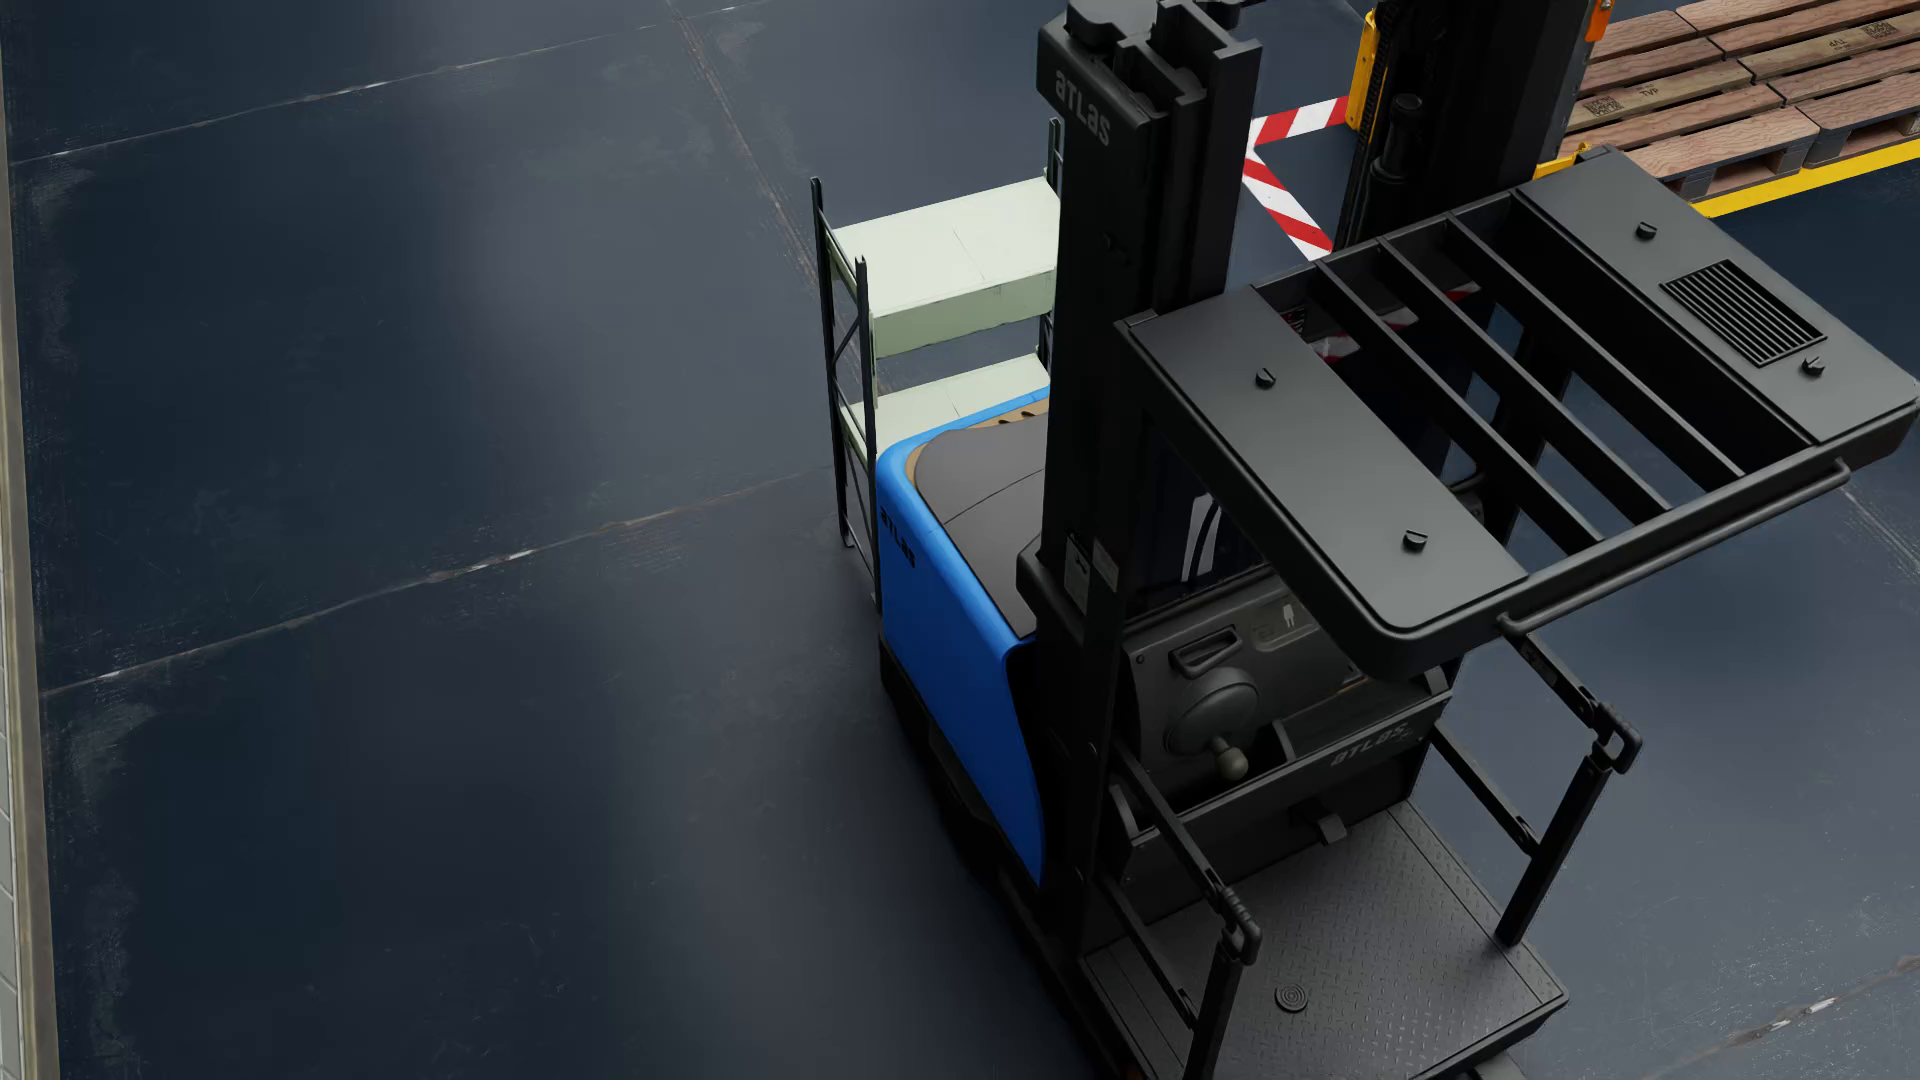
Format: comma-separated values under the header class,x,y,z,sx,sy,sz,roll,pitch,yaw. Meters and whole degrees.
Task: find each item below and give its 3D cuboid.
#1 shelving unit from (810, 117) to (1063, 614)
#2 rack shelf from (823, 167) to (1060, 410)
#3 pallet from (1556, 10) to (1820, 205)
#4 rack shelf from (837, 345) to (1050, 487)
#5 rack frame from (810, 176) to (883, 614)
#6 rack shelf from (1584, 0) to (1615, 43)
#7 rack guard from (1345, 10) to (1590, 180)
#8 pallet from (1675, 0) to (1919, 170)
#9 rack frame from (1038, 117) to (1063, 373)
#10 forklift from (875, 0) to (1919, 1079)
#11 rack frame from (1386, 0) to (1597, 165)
class,x,y,z,sx,sy,sz,roll,pitch,yaw
shelving unit,0.006,-0.491,5.183,0.755,1.500,0.431,-17,52,-14
rack shelf,0.006,-0.745,4.887,0.720,0.370,0.431,-17,52,-14
pallet,2.856,-1.819,7.173,1.213,0.211,1.003,-17,52,-14
rack shelf,0.006,-0.278,5.430,0.720,0.370,0.431,-17,52,-14
rack frame,-0.333,-0.386,5.093,0.023,1.500,0.400,-17,52,-14
rack shelf,3.929,-2.857,6.701,4.000,0.370,1.077,-17,52,-14
rack guard,2.060,-1.687,6.870,0.348,0.500,1.175,-17,52,-14
pallet,3.983,-2.166,7.471,1.213,0.211,1.003,-17,52,-14
rack frame,0.345,-0.596,5.273,0.023,1.500,0.400,-17,52,-14
forklift,0.878,0.321,3.542,1.130,2.935,3.031,-22,53,-18
rack frame,2.078,-2.518,5.935,0.127,3.000,1.000,-17,52,-14
